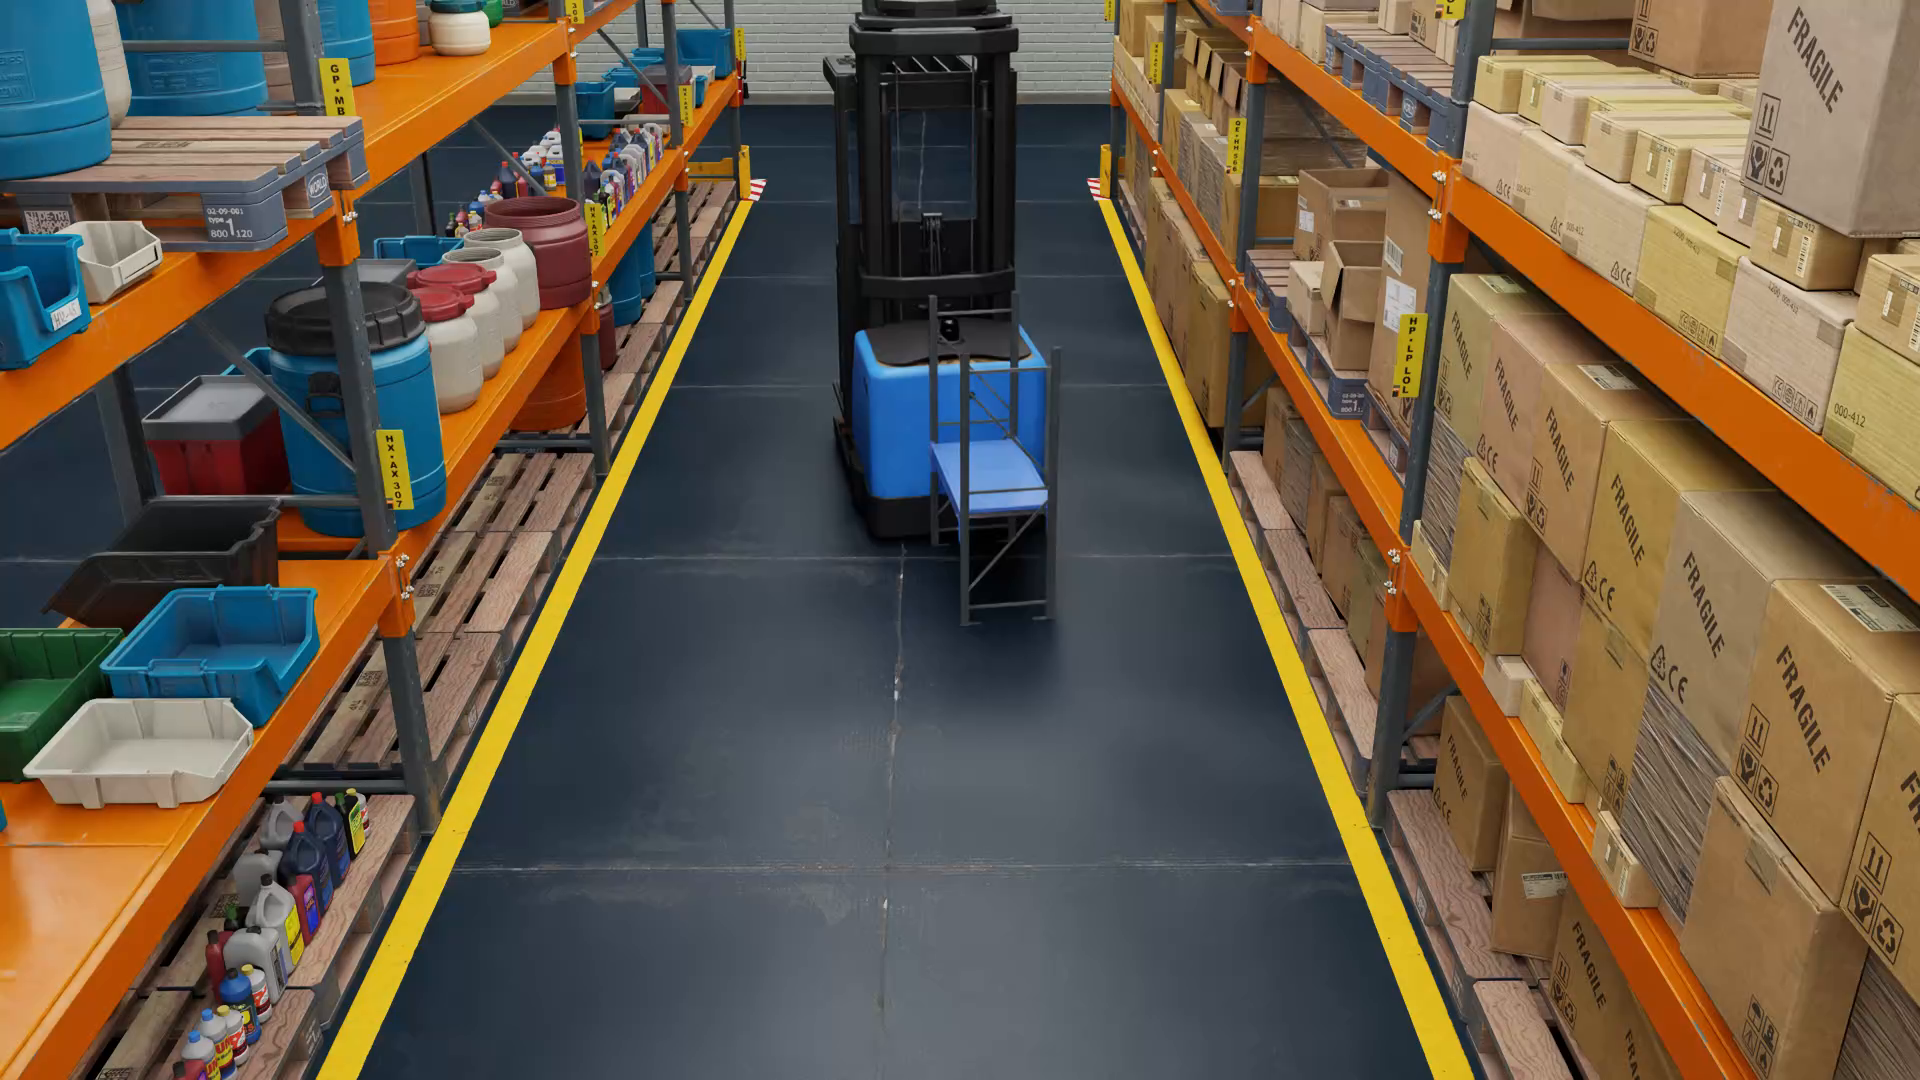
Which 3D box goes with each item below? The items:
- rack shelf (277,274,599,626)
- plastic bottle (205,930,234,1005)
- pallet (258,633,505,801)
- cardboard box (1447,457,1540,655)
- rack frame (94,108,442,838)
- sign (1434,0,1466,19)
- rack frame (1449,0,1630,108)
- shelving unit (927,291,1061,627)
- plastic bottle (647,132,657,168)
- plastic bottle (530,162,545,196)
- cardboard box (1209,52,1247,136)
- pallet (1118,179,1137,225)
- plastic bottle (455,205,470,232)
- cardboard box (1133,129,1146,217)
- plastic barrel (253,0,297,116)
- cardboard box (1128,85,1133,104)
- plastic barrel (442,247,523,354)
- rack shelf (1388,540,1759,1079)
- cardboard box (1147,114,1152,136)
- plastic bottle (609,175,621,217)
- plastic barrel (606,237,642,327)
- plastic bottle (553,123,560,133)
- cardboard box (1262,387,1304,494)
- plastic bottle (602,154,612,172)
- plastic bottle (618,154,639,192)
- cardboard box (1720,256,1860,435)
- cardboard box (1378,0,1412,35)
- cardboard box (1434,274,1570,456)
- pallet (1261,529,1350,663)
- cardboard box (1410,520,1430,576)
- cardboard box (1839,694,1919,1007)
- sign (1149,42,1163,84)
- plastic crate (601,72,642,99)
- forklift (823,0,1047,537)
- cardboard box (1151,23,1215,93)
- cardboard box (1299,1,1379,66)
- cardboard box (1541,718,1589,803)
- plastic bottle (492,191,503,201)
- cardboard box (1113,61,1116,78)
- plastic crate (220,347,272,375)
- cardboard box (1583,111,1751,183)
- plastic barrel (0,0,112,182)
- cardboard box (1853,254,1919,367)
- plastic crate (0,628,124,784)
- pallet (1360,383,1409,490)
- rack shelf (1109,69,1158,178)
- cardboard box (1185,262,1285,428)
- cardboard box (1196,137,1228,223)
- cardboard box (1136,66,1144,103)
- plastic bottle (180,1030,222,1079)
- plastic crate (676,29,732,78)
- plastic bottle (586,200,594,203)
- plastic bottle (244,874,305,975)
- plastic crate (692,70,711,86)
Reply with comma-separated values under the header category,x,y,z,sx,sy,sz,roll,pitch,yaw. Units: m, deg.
category,x,y,z,sx,sy,sz,roll,pitch,yaw
rack shelf,-2.735,-0.640,8.398,1.077,0.370,4.000,0,24,-1
plastic bottle,-2.521,1.437,5.694,0.061,0.283,0.133,0,24,-1
pallet,-2.761,0.803,7.717,1.003,0.211,1.213,0,24,-1
cardboard box,2.153,0.045,5.529,0.875,0.500,0.500,0,24,-1
rack frame,-2.713,-0.144,6.428,1.000,3.000,0.127,0,24,-1
sign,1.685,-1.944,5.662,0.100,0.325,0.005,0,24,-1
rack frame,2.240,-2.899,5.241,1.000,3.000,0.127,0,24,-1
shelving unit,0.164,-0.456,8.939,0.538,1.500,1.048,-4,25,-9
plastic bottle,-2.469,-3.072,13.053,0.152,0.276,0.135,0,24,-1
plastic bottle,-3.044,-2.585,11.981,0.097,0.271,0.097,0,24,0
cardboard box,2.186,-3.163,11.765,0.797,0.503,0.637,1,24,1
pallet,2.196,-3.511,17.257,1.003,0.211,1.213,0,24,-1
plastic bottle,-3.190,-1.999,10.671,0.061,0.283,0.133,0,24,-1
cardboard box,2.206,-3.696,16.350,0.875,0.875,0.875,0,24,-1
plastic barrel,-2.943,-2.217,6.763,0.600,0.901,0.600,0,24,0
cardboard box,1.801,-4.215,15.734,0.380,0.149,0.250,-1,24,-2
plastic barrel,-2.527,-1.246,8.730,0.421,0.512,0.421,0,24,0
rack shelf,2.261,0.986,4.803,1.077,0.370,4.000,0,24,-1
cardboard box,1.818,-3.578,14.327,0.380,0.149,0.250,0,24,0
plastic bottle,-2.405,-2.395,11.547,0.061,0.283,0.133,0,24,-1
plastic barrel,-2.804,-2.159,12.921,0.600,0.901,0.708,0,24,-1
plastic bottle,-3.222,-3.179,13.281,0.061,0.283,0.133,0,24,-1
cardboard box,2.223,-0.600,9.936,0.700,0.500,0.500,-2,24,-3
plastic bottle,-2.584,-2.703,12.243,0.097,0.271,0.097,0,24,0
plastic bottle,-2.459,-2.713,12.260,0.152,0.276,0.135,0,24,-1
cardboard box,2.018,-0.431,3.604,0.500,0.250,0.500,0,24,1
cardboard box,2.119,-2.390,7.528,0.380,0.166,0.250,-1,24,-2
cardboard box,1.990,-0.616,5.777,0.500,0.500,0.500,0,24,-1
pallet,2.213,0.280,8.875,1.003,0.211,1.213,0,24,-1
cardboard box,1.941,0.038,6.330,0.380,0.149,0.250,0,24,-1
cardboard box,2.030,0.620,3.043,0.500,0.500,0.500,0,24,-1
sign,1.597,-3.890,13.564,0.100,0.325,0.005,0,24,-1
plastic crate,-3.153,-4.270,15.682,0.416,0.233,0.300,0,24,-1
forklift,-0.246,-1.932,10.466,1.130,2.935,3.031,-4,25,-9
cardboard box,1.880,-4.060,13.997,0.500,0.500,0.500,0,24,1
cardboard box,1.967,-2.494,8.167,0.500,0.250,0.500,0,24,1
cardboard box,1.971,0.656,4.963,0.380,0.149,0.250,0,24,-1
plastic bottle,-3.181,-2.290,11.414,0.097,0.201,0.097,0,24,0
cardboard box,1.783,-4.849,17.135,0.380,0.149,0.250,0,24,0
plastic crate,-3.036,-0.590,7.433,0.392,0.384,0.575,0,24,-1
cardboard box,1.949,-1.078,4.553,0.380,0.149,0.250,-1,24,-2
plastic barrel,-2.809,-1.520,4.712,0.600,0.901,0.708,0,24,-1
cardboard box,1.943,-0.434,3.128,0.380,0.149,0.250,0,24,0
plastic crate,-2.981,0.513,5.232,0.450,0.188,0.662,0,24,-1
pallet,2.377,-0.394,7.214,1.003,0.211,1.213,0,24,-1
rack shelf,2.130,-3.959,15.736,1.077,0.370,4.000,0,24,-1
cardboard box,2.209,-1.322,11.102,1.225,0.875,0.875,-1,24,-3
cardboard box,1.934,-2.481,11.475,0.500,0.500,0.500,-1,24,-2
cardboard box,1.871,-4.134,15.071,0.500,0.250,0.500,0,24,1
plastic bottle,-2.381,1.657,5.222,0.097,0.271,0.097,0,24,0
plastic crate,-2.654,-4.995,17.038,0.616,0.435,0.499,0,24,-1
plastic bottle,-2.443,-2.106,10.917,0.152,0.276,0.135,0,24,-1
plastic bottle,-2.412,1.339,5.830,0.144,0.351,0.185,0,24,-1
plastic crate,-2.665,-4.541,16.397,0.396,0.136,0.243,0,24,-1
